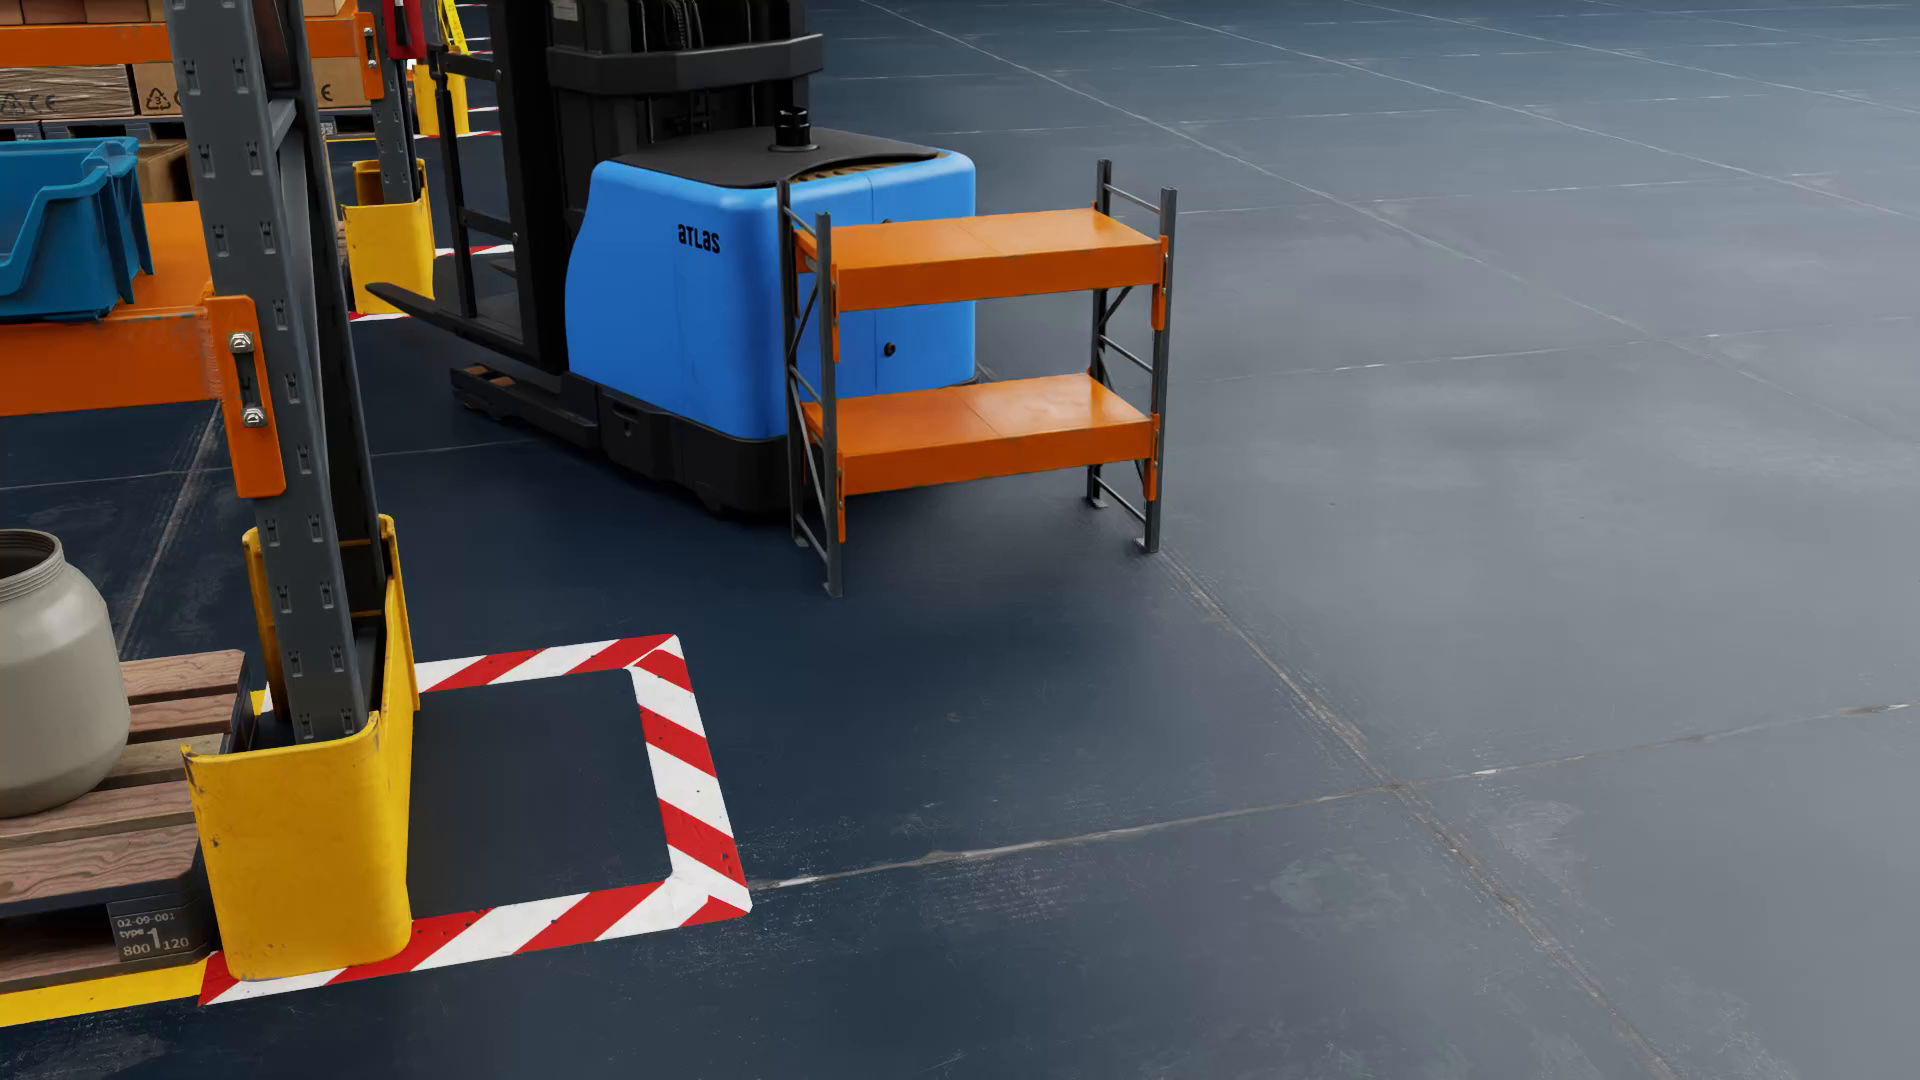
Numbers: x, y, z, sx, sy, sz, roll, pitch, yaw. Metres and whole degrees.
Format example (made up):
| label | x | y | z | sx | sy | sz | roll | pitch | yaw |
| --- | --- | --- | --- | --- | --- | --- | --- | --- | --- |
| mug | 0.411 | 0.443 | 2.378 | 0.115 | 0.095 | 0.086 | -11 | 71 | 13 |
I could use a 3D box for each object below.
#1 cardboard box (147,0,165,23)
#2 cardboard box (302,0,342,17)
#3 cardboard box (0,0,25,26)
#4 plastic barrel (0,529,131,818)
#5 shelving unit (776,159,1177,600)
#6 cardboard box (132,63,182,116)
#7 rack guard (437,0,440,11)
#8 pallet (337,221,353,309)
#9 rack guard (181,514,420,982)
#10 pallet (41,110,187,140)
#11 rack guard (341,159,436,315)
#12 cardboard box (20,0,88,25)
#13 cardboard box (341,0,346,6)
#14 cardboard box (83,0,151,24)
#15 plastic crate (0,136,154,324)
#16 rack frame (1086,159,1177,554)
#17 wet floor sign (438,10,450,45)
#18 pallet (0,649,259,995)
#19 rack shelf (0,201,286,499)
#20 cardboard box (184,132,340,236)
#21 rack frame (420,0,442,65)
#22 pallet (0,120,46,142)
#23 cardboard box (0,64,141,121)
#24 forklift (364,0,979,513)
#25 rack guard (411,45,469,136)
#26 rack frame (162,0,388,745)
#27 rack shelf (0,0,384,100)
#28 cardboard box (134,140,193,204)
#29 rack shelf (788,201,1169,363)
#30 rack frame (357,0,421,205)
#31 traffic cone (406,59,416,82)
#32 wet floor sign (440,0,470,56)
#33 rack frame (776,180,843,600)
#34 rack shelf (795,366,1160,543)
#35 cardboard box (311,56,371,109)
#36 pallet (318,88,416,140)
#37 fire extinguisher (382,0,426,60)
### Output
| label | x | y | z | sx | sy | sz | roll | pitch | yaw |
| --- | --- | --- | --- | --- | --- | --- | --- | --- | --- |
| cardboard box | -3.385 | -2.360 | 7.266 | 0.250 | 0.149 | 0.380 | -6 | 24 | -14 |
| cardboard box | -2.917 | -2.433 | 7.435 | 0.250 | 0.149 | 0.380 | -6 | 24 | -14 |
| cardboard box | -4.116 | -2.294 | 7.110 | 0.250 | 0.149 | 0.380 | -6 | 24 | -14 |
| plastic barrel | -1.973 | 0.273 | 3.433 | 0.421 | 0.512 | 0.421 | 0 | 23 | 0 |
| shelving unit | 0.041 | -0.504 | 4.998 | 1.048 | 1.125 | 0.538 | -8 | 24 | -18 |
| cardboard box | -5.422 | -3.576 | 11.942 | 0.875 | 0.875 | 0.875 | -7 | 24 | -15 |
| rack guard | -5.448 | -5.263 | 16.881 | 0.348 | 0.500 | 1.175 | -6 | 24 | -14 |
| pallet | -3.563 | -1.295 | 7.999 | 1.213 | 0.211 | 1.003 | -6 | 24 | -14 |
| rack guard | -1.421 | 0.398 | 3.689 | 0.348 | 0.500 | 1.175 | -6 | 24 | -14 |
| pallet | -5.862 | -3.026 | 12.035 | 1.213 | 0.211 | 1.003 | -6 | 24 | -14 |
| rack guard | -2.771 | -1.500 | 8.113 | 0.348 | 0.500 | 1.175 | -6 | 24 | -14 |
| cardboard box | -3.881 | -2.329 | 7.192 | 0.250 | 0.149 | 0.380 | -6 | 24 | -14 |
| cardboard box | -3.037 | -2.602 | 7.828 | 0.250 | 0.149 | 0.380 | -6 | 24 | -14 |
| cardboard box | -3.629 | -2.340 | 7.217 | 0.250 | 0.149 | 0.380 | -6 | 24 | -14 |
| plastic crate | -1.761 | -0.542 | 2.897 | 0.616 | 0.251 | 0.499 | -6 | 24 | -14 |
| rack frame | 0.521 | -0.570 | 5.151 | 0.032 | 1.125 | 0.500 | -8 | 24 | -18 |
| wet floor sign | -4.448 | -4.224 | 14.276 | 0.232 | 0.644 | 0.267 | -11 | 25 | -23 |
| pallet | -2.204 | 0.615 | 3.549 | 1.213 | 0.211 | 1.003 | -6 | 24 | -14 |
| rack shelf | -3.286 | -0.233 | 2.902 | 4.000 | 0.370 | 1.077 | -6 | 24 | -14 |
| cardboard box | -3.304 | -1.641 | 7.909 | 0.500 | 0.500 | 0.500 | -2 | 23 | -5 |
| rack frame | -3.941 | -4.551 | 12.052 | 0.127 | 3.000 | 1.000 | -6 | 24 | -14 |
| pallet | -7.039 | -2.895 | 11.729 | 1.213 | 0.211 | 1.003 | -6 | 24 | -14 |
| cardboard box | -6.301 | -3.479 | 11.717 | 0.875 | 0.875 | 0.875 | -6 | 24 | -14 |
| forklift | -1.320 | -1.922 | 6.013 | 1.130 | 2.935 | 3.031 | -21 | 31 | -40 |
| rack guard | -3.918 | -3.405 | 12.551 | 0.348 | 0.500 | 1.175 | -6 | 24 | -14 |
| rack frame | -1.360 | -0.777 | 3.256 | 0.127 | 3.000 | 1.000 | -6 | 24 | -14 |
| rack shelf | -4.624 | -2.114 | 7.284 | 4.000 | 0.370 | 1.077 | -6 | 24 | -14 |
| cardboard box | -3.870 | -1.565 | 7.730 | 0.500 | 0.500 | 0.500 | 0 | 23 | 0 |
| rack shelf | 0.041 | -0.773 | 4.882 | 1.000 | 0.278 | 0.538 | -8 | 24 | -18 |
| rack frame | -2.698 | -2.657 | 7.639 | 0.127 | 3.000 | 1.000 | -6 | 24 | -14 |
| traffic cone | -4.813 | -4.333 | 14.762 | 0.334 | 0.463 | 0.336 | -6 | 24 | -14 |
| wet floor sign | -4.903 | -4.952 | 15.972 | 0.232 | 0.644 | 0.267 | 2 | 23 | 4 |
| rack frame | -0.440 | -0.438 | 4.845 | 0.032 | 1.125 | 0.500 | -8 | 24 | -18 |
| rack shelf | 0.041 | -0.279 | 5.094 | 1.000 | 0.278 | 0.538 | -8 | 24 | -18 |
| cardboard box | -4.576 | -3.670 | 12.162 | 0.875 | 0.875 | 0.875 | -6 | 24 | -14 |
| pallet | -4.689 | -3.155 | 12.335 | 1.213 | 0.211 | 1.003 | -6 | 24 | -14 |
| fire extinguisher | -2.464 | -2.459 | 7.275 | 0.183 | 0.674 | 0.296 | -6 | 24 | -14 |
